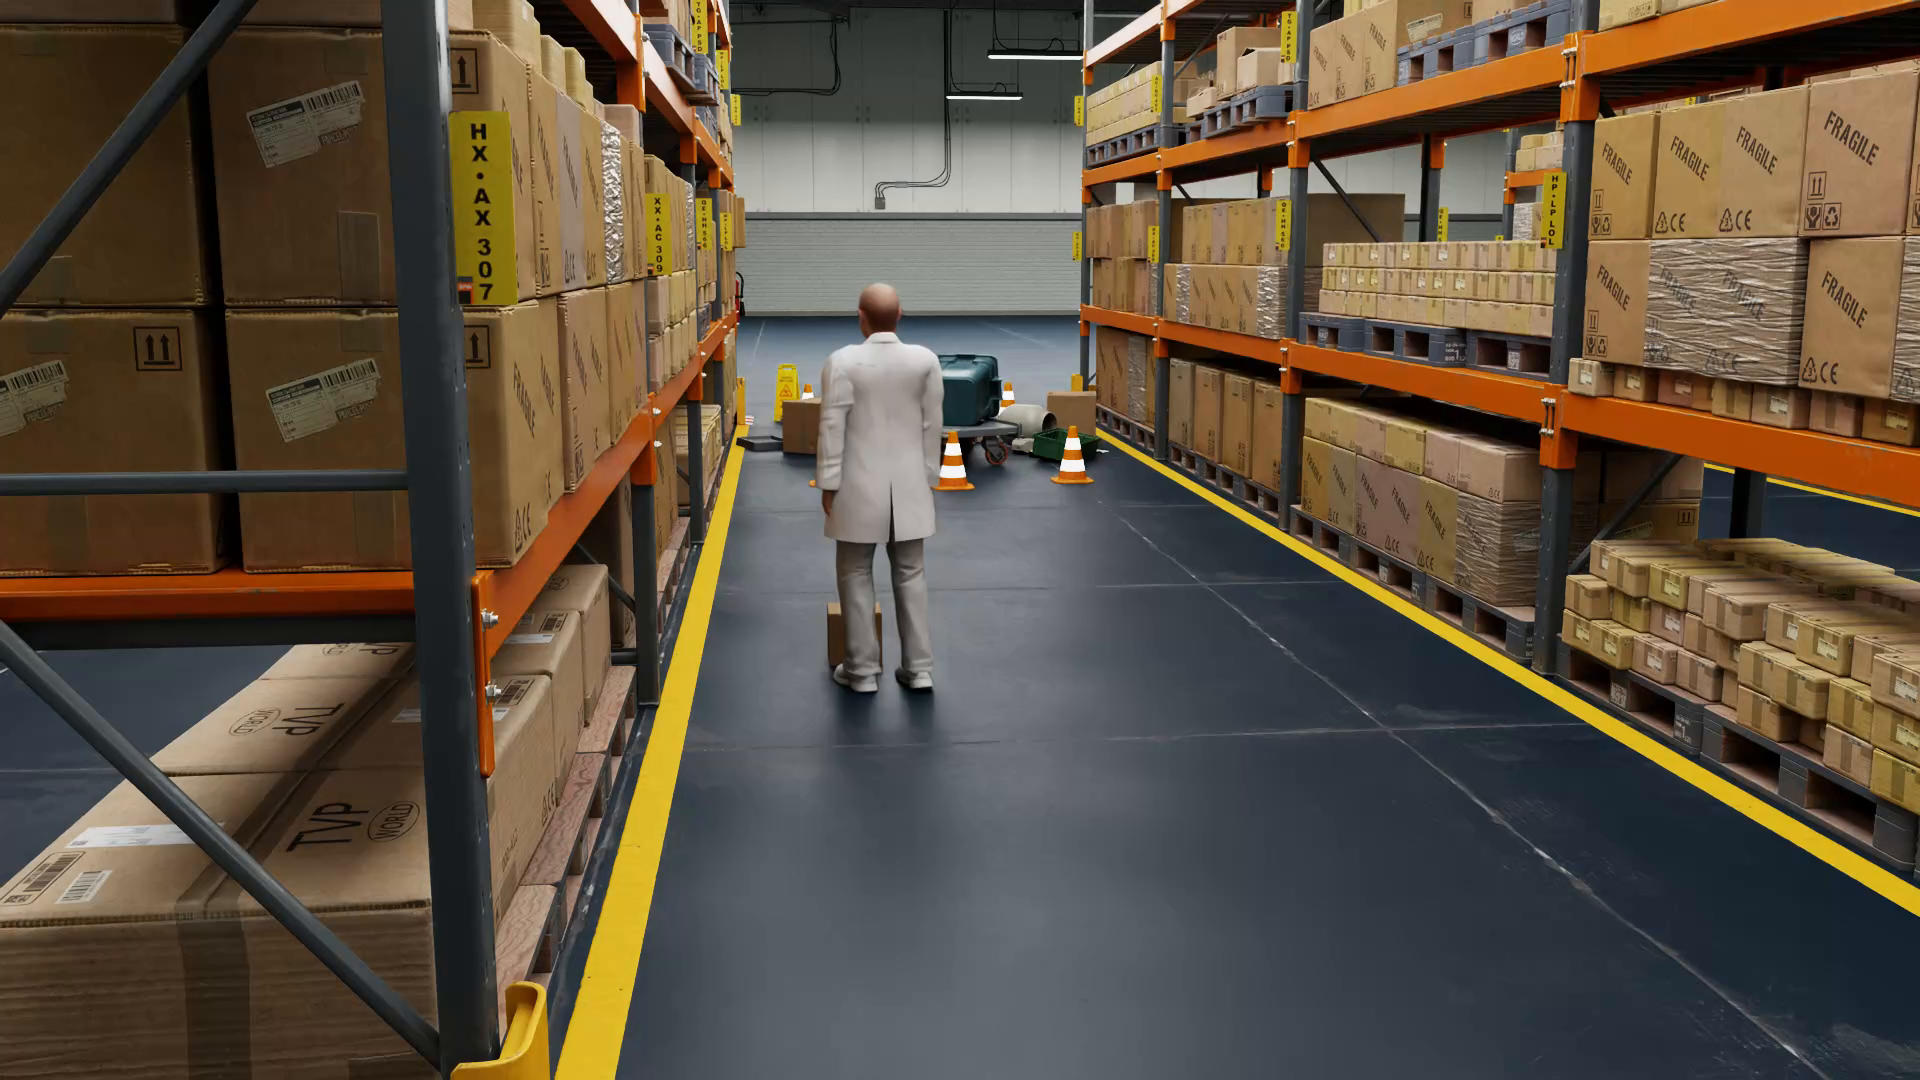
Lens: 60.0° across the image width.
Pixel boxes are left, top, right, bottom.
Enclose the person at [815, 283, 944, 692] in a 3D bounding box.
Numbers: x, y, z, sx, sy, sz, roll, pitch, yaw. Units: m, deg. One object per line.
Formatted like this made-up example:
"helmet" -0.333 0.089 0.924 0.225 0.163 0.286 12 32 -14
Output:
"person" -0.356 -0.220 7.273 0.556 1.790 0.412 -3 10 -18
